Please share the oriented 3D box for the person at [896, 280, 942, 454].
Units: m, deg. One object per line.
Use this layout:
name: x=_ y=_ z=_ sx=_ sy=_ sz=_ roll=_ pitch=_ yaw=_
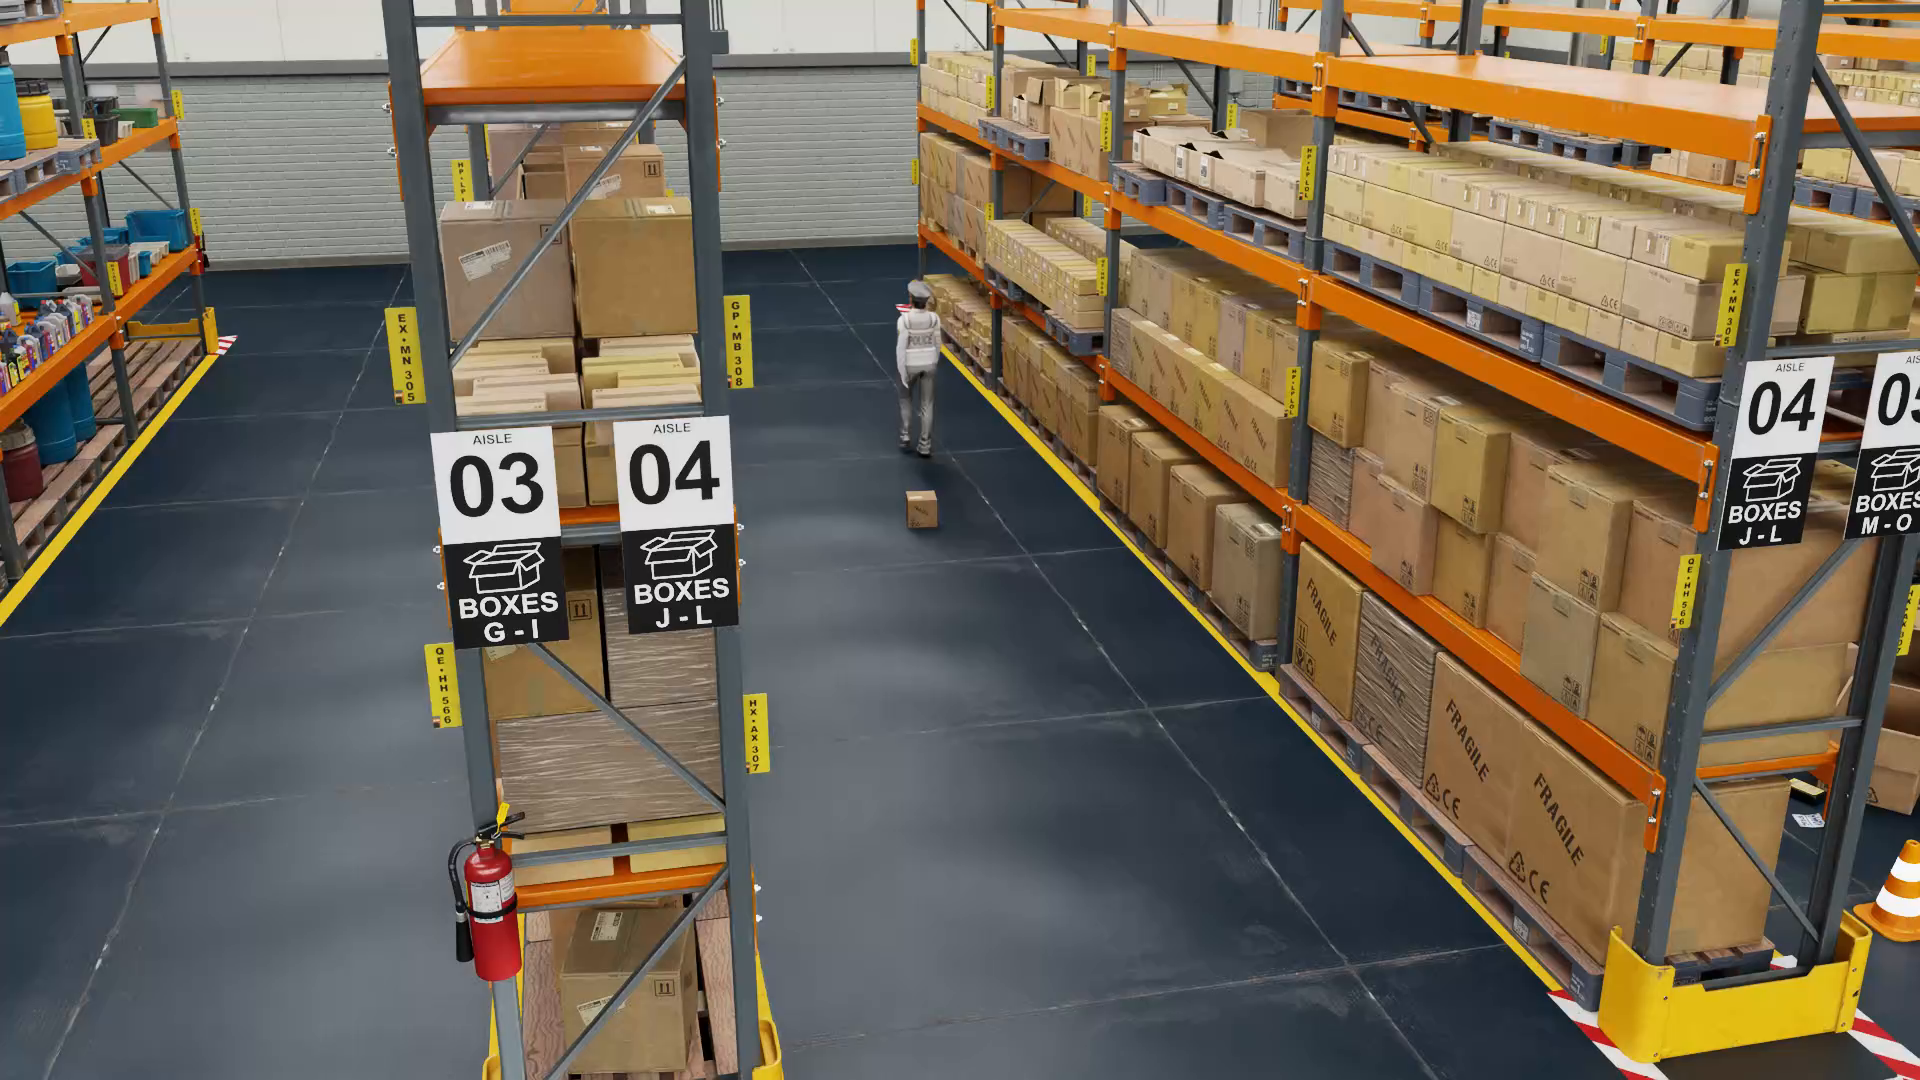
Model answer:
person: x=-0.410 y=-1.663 z=16.223 sx=0.479 sy=1.755 sz=0.637 roll=-4 pitch=20 yaw=-10
